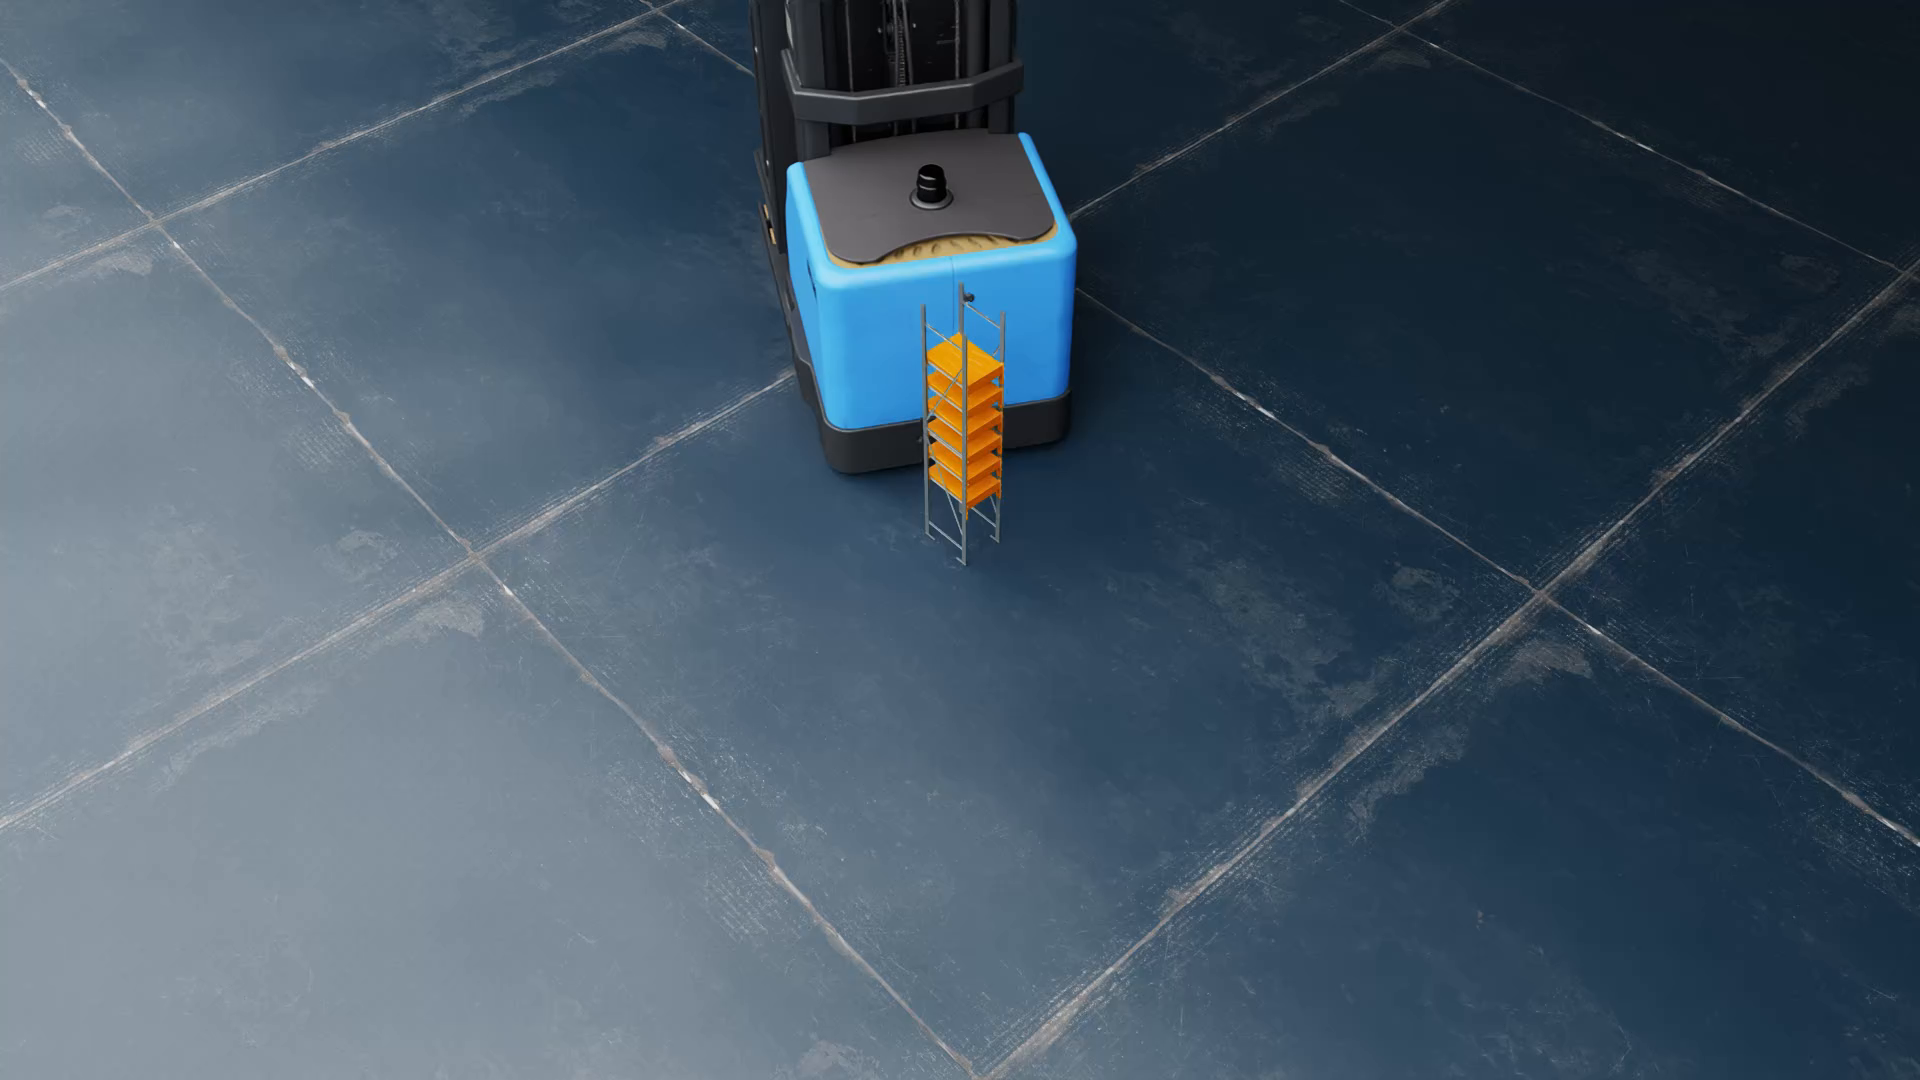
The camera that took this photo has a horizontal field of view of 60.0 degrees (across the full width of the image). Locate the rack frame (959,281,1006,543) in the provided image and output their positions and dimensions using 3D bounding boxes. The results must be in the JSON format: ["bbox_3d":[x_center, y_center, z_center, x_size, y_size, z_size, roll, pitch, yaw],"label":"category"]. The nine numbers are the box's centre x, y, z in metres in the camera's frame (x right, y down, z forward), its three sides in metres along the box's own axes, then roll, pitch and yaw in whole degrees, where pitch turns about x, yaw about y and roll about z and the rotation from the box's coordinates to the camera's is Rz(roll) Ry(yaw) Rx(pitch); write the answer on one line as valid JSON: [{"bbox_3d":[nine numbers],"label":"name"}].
[{"bbox_3d":[0.078,-0.459,6.357,0.006,1.200,0.240,-34,56,-27],"label":"rack frame"}]

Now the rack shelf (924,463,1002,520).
[{"bbox_3d":[0.011,-0.221,6.525,0.180,0.103,0.258,-34,56,-27],"label":"rack shelf"}]

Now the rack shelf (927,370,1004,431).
[{"bbox_3d":[0.011,-0.547,6.172,0.180,0.103,0.258,-34,56,-27],"label":"rack shelf"}]

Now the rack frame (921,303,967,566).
[{"bbox_3d":[-0.057,-0.369,6.274,0.006,1.200,0.240,-34,56,-27],"label":"rack frame"}]

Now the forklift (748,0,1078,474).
[{"bbox_3d":[-0.360,-2.376,6.948,1.130,2.935,3.031,-10,48,-9],"label":"forklift"}]

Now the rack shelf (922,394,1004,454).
[{"bbox_3d":[0.011,-0.465,6.260,0.180,0.103,0.258,-34,56,-27],"label":"rack shelf"}]

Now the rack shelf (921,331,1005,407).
[{"bbox_3d":[0.011,-0.628,6.084,0.180,0.103,0.258,-34,56,-27],"label":"rack shelf"}]

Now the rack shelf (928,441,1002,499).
[{"bbox_3d":[0.011,-0.303,6.436,0.180,0.103,0.258,-34,56,-27],"label":"rack shelf"}]

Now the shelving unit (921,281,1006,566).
[{"bbox_3d":[0.011,-0.414,6.316,0.189,1.200,0.258,-34,56,-27],"label":"shelving unit"}]

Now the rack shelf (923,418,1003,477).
[{"bbox_3d":[0.011,-0.384,6.348,0.180,0.103,0.258,-34,56,-27],"label":"rack shelf"}]
